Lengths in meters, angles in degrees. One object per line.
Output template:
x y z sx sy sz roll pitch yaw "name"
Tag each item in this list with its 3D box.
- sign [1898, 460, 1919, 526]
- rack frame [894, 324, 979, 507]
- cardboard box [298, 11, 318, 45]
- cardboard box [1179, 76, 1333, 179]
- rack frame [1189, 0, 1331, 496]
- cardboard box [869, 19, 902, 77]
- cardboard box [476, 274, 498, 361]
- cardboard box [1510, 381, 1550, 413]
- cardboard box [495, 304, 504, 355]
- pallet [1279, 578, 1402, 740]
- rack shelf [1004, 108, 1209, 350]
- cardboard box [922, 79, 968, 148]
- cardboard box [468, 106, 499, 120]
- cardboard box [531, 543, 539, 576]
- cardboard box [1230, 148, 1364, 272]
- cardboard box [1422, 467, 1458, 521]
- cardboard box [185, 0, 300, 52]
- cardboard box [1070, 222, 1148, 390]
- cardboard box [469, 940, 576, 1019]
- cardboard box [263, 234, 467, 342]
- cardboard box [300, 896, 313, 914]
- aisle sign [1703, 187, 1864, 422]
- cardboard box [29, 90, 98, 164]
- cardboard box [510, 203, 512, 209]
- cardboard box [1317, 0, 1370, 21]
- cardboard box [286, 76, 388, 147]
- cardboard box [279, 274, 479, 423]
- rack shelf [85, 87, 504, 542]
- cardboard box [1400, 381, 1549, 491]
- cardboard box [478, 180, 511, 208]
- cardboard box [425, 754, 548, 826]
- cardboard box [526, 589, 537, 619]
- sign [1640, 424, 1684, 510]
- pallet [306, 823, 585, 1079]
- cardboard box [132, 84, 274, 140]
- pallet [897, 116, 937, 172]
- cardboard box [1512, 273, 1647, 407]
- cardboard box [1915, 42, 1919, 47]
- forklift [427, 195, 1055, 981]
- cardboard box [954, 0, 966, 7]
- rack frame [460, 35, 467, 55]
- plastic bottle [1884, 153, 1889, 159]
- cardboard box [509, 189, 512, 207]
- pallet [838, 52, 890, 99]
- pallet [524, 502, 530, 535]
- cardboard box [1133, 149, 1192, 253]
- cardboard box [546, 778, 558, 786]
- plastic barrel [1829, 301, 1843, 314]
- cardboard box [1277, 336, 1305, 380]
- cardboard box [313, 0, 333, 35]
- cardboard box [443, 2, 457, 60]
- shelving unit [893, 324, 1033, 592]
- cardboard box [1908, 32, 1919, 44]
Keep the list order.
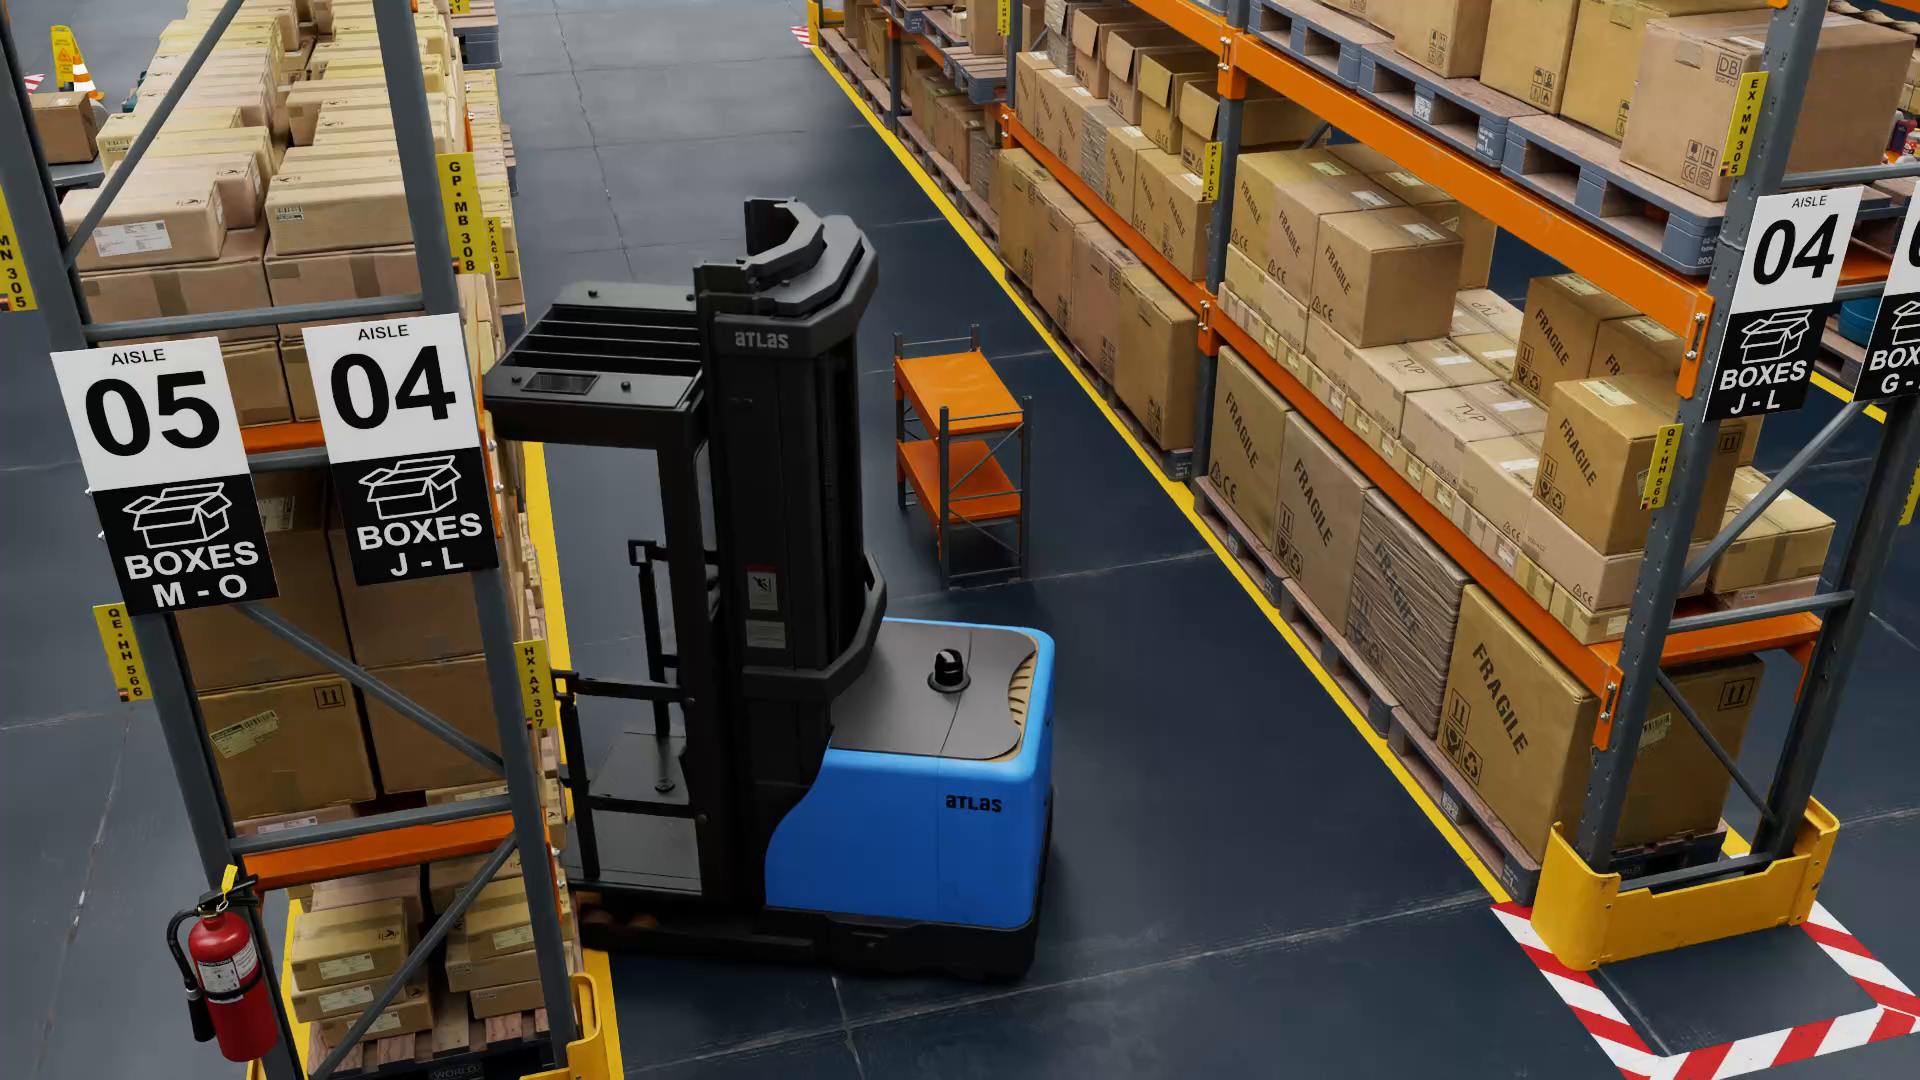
3.515 -0.196 6.151 0.100 0.325 0.005 -8 31 -13 "sign"
-0.133 -0.729 9.887 0.500 1.125 0.032 -8 31 -13 "rack frame"
-2.868 -1.981 6.835 0.500 0.250 0.500 -8 31 -13 "cardboard box"
1.739 -2.433 9.857 0.797 0.503 0.637 -9 31 -15 "cardboard box"
1.917 -1.648 9.603 1.000 3.000 0.127 -8 31 -13 "rack frame"
-0.674 -5.375 18.118 0.500 0.500 0.500 -11 32 -18 "cardboard box"
-2.089 -0.705 6.578 0.500 0.500 0.500 -9 31 -15 "cardboard box"
2.837 -0.541 7.543 0.500 0.250 0.500 -9 31 -15 "cardboard box"
-2.355 -0.762 7.676 0.500 0.500 0.500 -9 31 -15 "cardboard box"
2.370 0.527 8.629 1.003 0.211 1.213 -8 31 -13 "pallet"
1.386 -2.302 11.452 1.077 0.370 4.000 -8 31 -13 "rack shelf"
0.044 -4.088 15.874 0.700 0.500 0.500 -8 31 -14 "cardboard box"
-3.115 -2.630 10.537 0.380 0.149 0.250 -8 31 -13 "cardboard box"
-2.460 0.159 8.907 0.380 0.149 0.250 -7 31 -13 "cardboard box"
1.797 -1.771 8.919 0.500 0.500 0.500 -8 31 -13 "cardboard box"
2.294 -0.228 7.401 0.380 0.149 0.250 -9 31 -14 "cardboard box"
-2.774 -1.983 6.441 0.380 0.149 0.250 -9 31 -15 "cardboard box"
1.489 -1.648 11.304 1.225 0.875 0.875 -9 31 -15 "cardboard box"
-1.661 1.651 6.329 0.380 0.149 0.250 -7 31 -12 "cardboard box"
-1.699 -0.806 4.805 0.500 0.250 0.500 -7 31 -12 "cardboard box"
-2.385 1.350 6.552 0.380 0.149 0.250 -9 31 -15 "cardboard box"
2.708 -0.766 5.485 0.394 0.787 0.004 -8 31 -13 "aisle sign"
-8.053 -3.691 14.872 0.500 0.500 0.500 -8 31 -13 "cardboard box"
-2.763 -1.865 9.513 0.380 0.149 0.250 -9 31 -15 "cardboard box"
2.182 -2.844 8.057 0.700 0.500 0.500 -10 31 -16 "cardboard box"
-1.983 -1.408 5.447 0.380 0.149 0.250 -7 31 -12 "cardboard box"
-1.703 -0.589 4.929 0.500 0.250 0.500 -7 31 -12 "cardboard box"
-2.361 -1.058 6.307 1.077 0.370 4.000 -8 31 -13 "rack shelf"
2.324 -0.469 7.419 0.500 0.250 0.500 -9 31 -15 "cardboard box"
-2.699 -1.877 9.236 0.380 0.149 0.250 -8 31 -13 "cardboard box"
-1.601 0.804 5.618 0.380 0.149 0.250 -8 31 -14 "cardboard box"
-2.213 0.386 7.921 0.380 0.149 0.250 -9 31 -16 "cardboard box"
2.451 -0.254 5.802 0.100 0.325 0.005 -8 31 -13 "sign"
-2.032 1.668 6.658 1.003 0.211 1.213 -8 31 -13 "pallet"
-2.426 -1.348 5.344 0.380 0.149 0.250 -9 31 -14 "cardboard box"
0.001 -3.929 16.327 1.003 0.211 1.213 -8 31 -13 "pallet"
2.835 -0.863 7.351 0.500 0.500 0.500 -9 31 -15 "cardboard box"
9.624 -5.086 17.309 0.500 0.311 0.500 -7 31 -12 "cardboard box"
-1.149 0.170 6.530 3.031 2.935 1.130 4 30 7 "forklift"
0.342 -4.913 14.722 0.797 0.503 0.637 -5 30 -8 "cardboard box"
-3.954 -2.969 11.885 1.000 3.000 0.127 -8 31 -13 "rack frame"
6.294 -2.570 11.394 0.097 0.201 0.097 0 30 0 "plastic bottle"
-2.969 -2.114 10.239 0.380 0.149 0.250 -9 31 -16 "cardboard box"
-0.747 -5.215 18.549 1.003 0.211 1.213 -8 31 -13 "pallet"
-3.100 -0.206 9.895 1.003 0.211 1.213 -8 31 -13 "pallet"
1.405 -2.121 10.319 0.500 0.500 0.500 -7 31 -12 "cardboard box"
-1.854 1.146 6.905 0.380 0.149 0.250 -7 31 -12 "cardboard box"
6.376 -2.187 12.209 0.600 0.901 0.708 -8 31 -13 "plastic barrel"
1.886 -0.971 8.684 0.380 0.149 0.250 -9 31 -15 "cardboard box"
-2.404 -2.163 6.752 0.380 0.149 0.250 -7 31 -12 "cardboard box"
-2.525 -2.298 7.382 0.500 0.250 0.500 -9 31 -16 "cardboard box"
0.002 -0.484 9.463 0.538 1.125 1.048 -8 31 -13 "shelving unit"
10.133 -5.169 17.452 0.500 0.311 0.500 -8 31 -14 "cardboard box"
